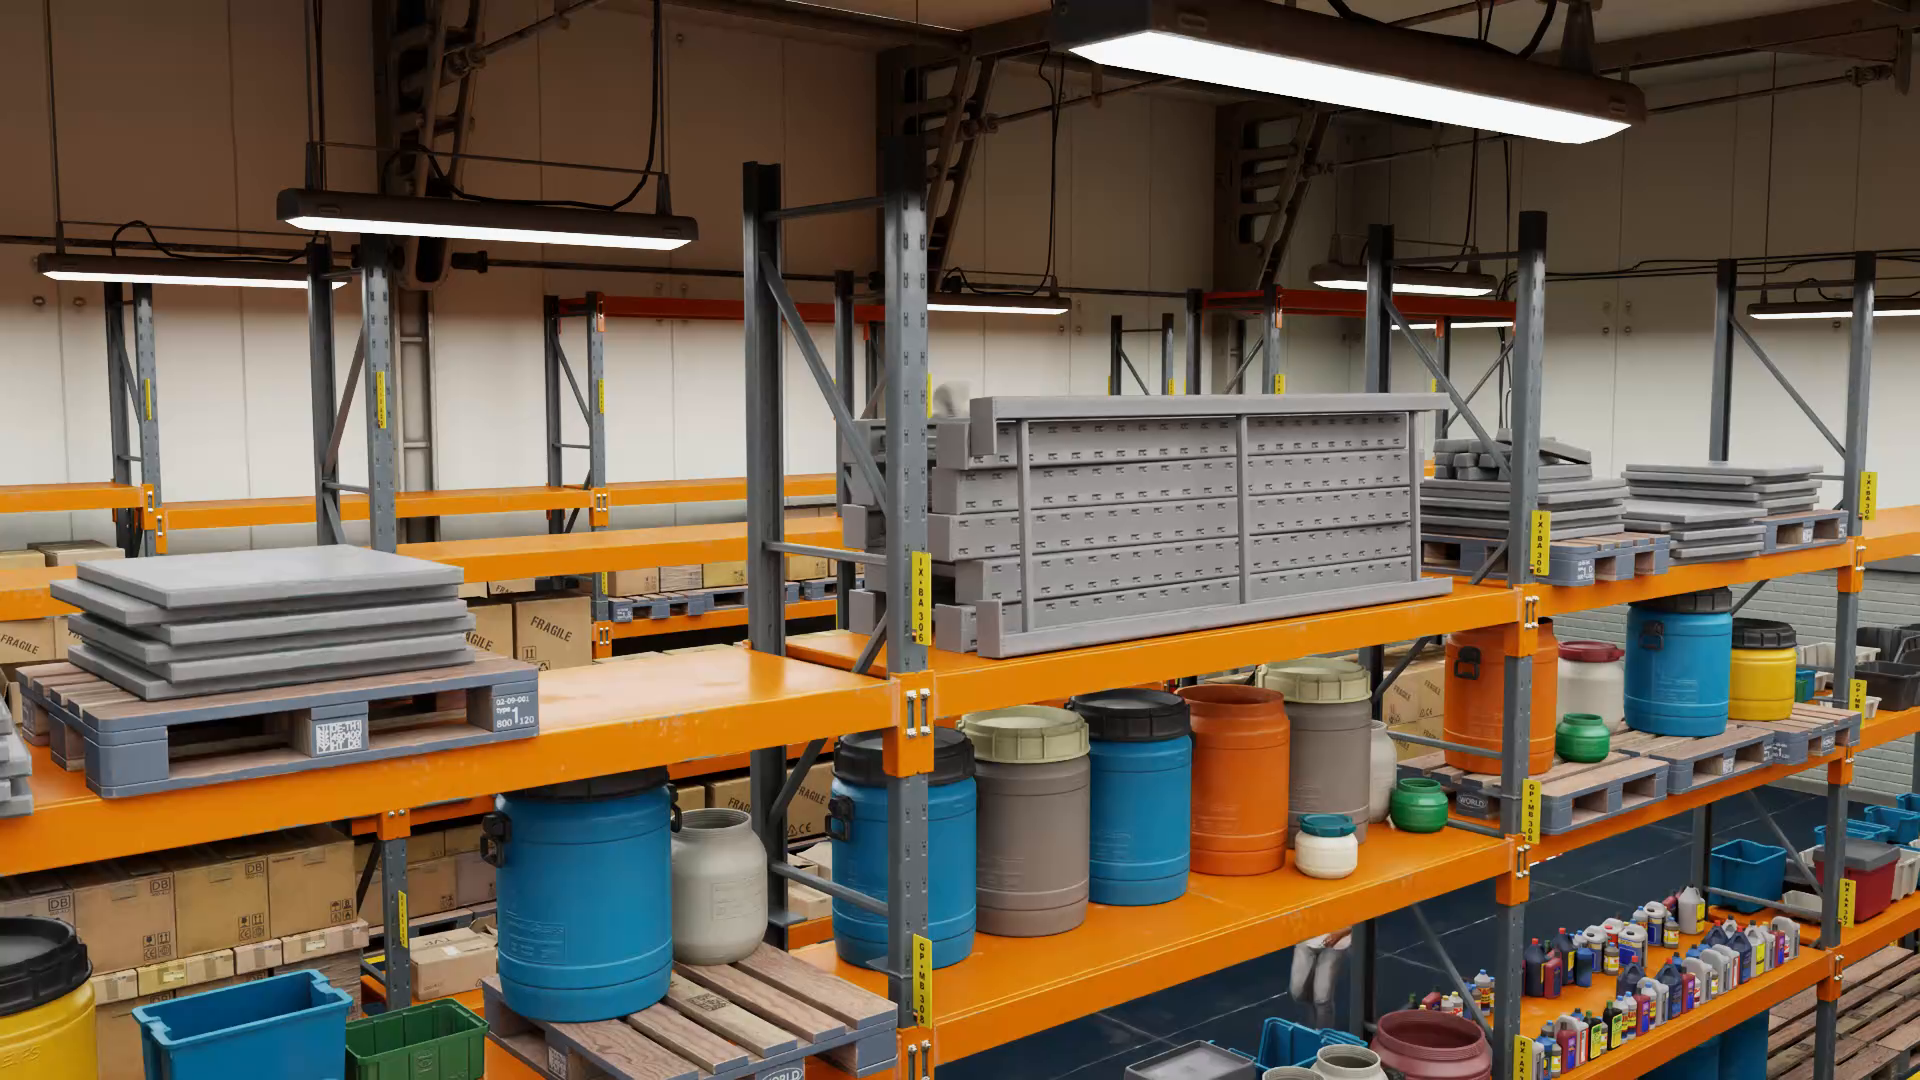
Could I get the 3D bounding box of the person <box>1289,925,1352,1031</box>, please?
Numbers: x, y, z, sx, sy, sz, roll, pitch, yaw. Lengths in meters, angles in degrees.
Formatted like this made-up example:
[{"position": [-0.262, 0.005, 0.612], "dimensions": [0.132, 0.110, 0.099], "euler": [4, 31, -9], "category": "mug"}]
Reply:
[{"position": [2.784, 3.085, 12.778], "dimensions": [0.703, 1.717, 0.580], "euler": [4, 7, 38], "category": "person"}]
